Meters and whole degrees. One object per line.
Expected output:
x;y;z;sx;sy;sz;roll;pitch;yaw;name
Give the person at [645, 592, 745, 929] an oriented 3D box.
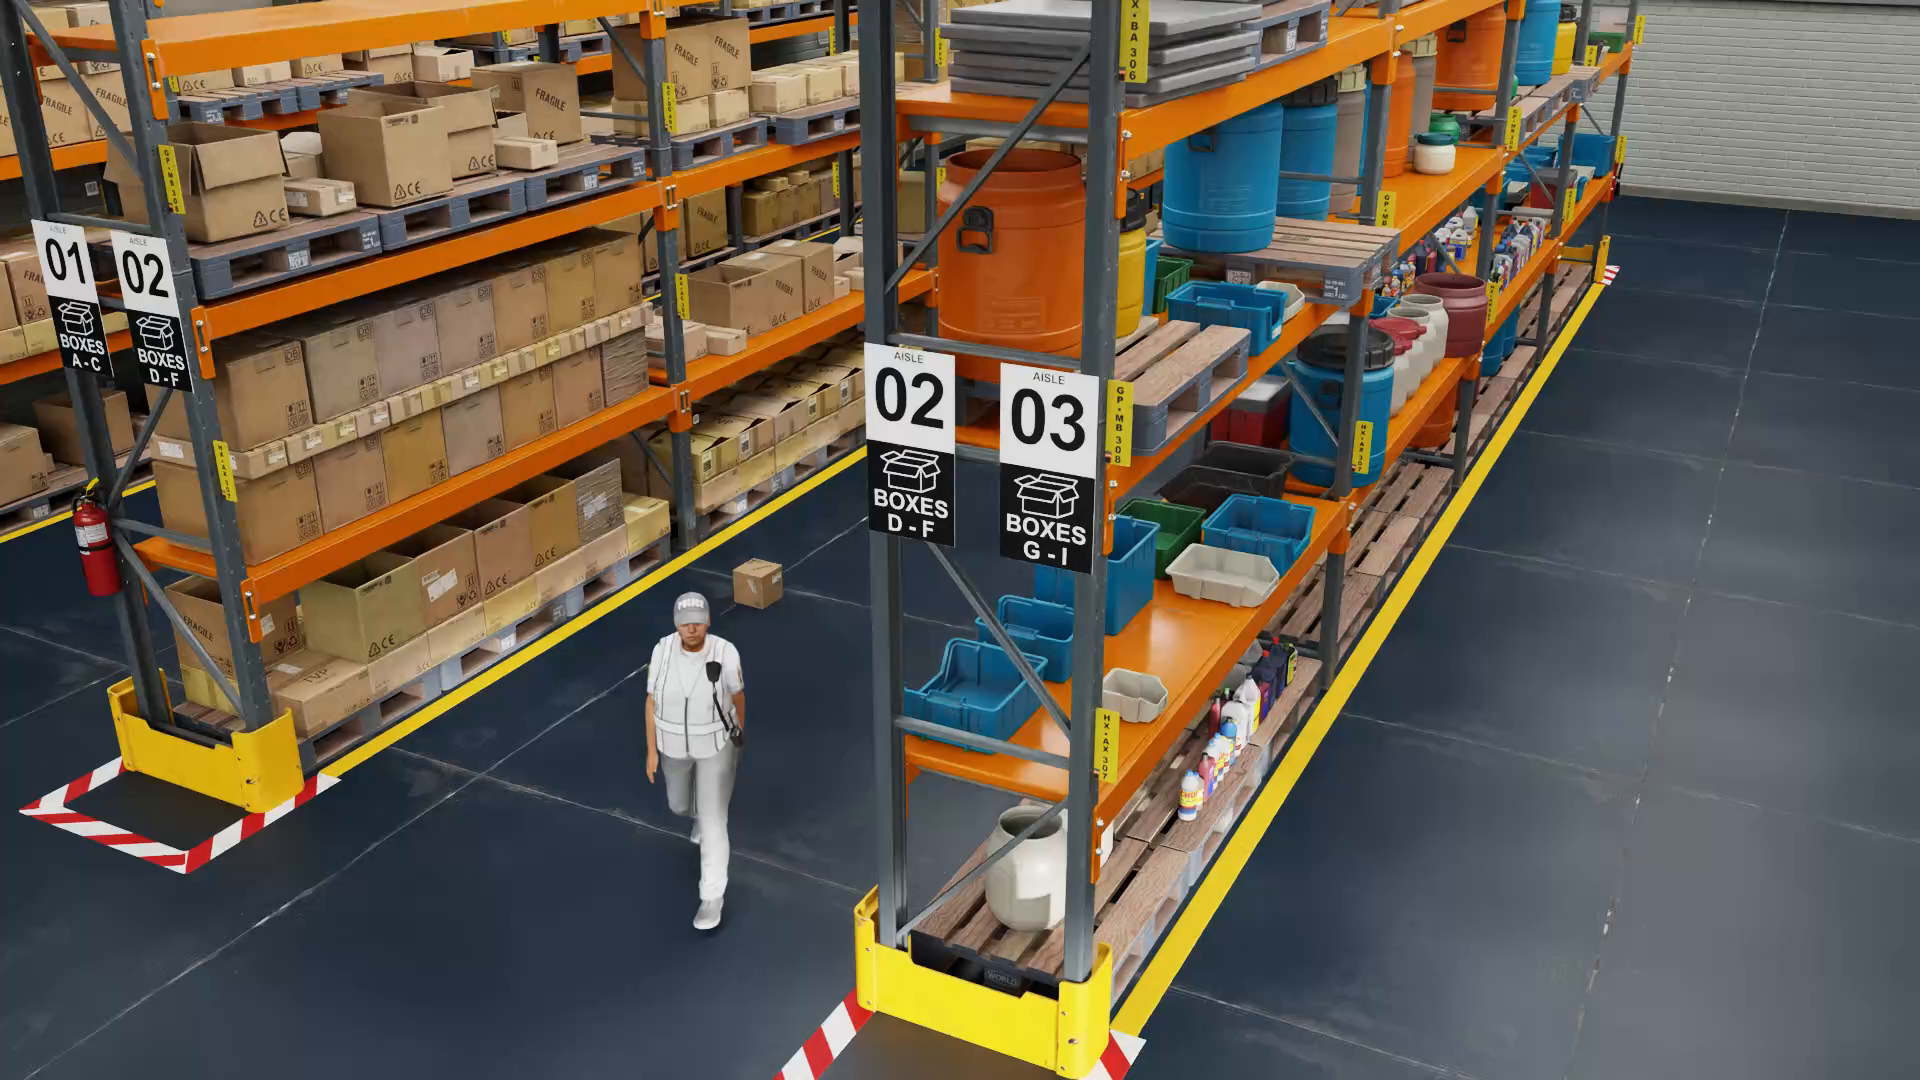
-1.316;1.005;8.326;0.469;1.616;0.957;3;23;7;person
